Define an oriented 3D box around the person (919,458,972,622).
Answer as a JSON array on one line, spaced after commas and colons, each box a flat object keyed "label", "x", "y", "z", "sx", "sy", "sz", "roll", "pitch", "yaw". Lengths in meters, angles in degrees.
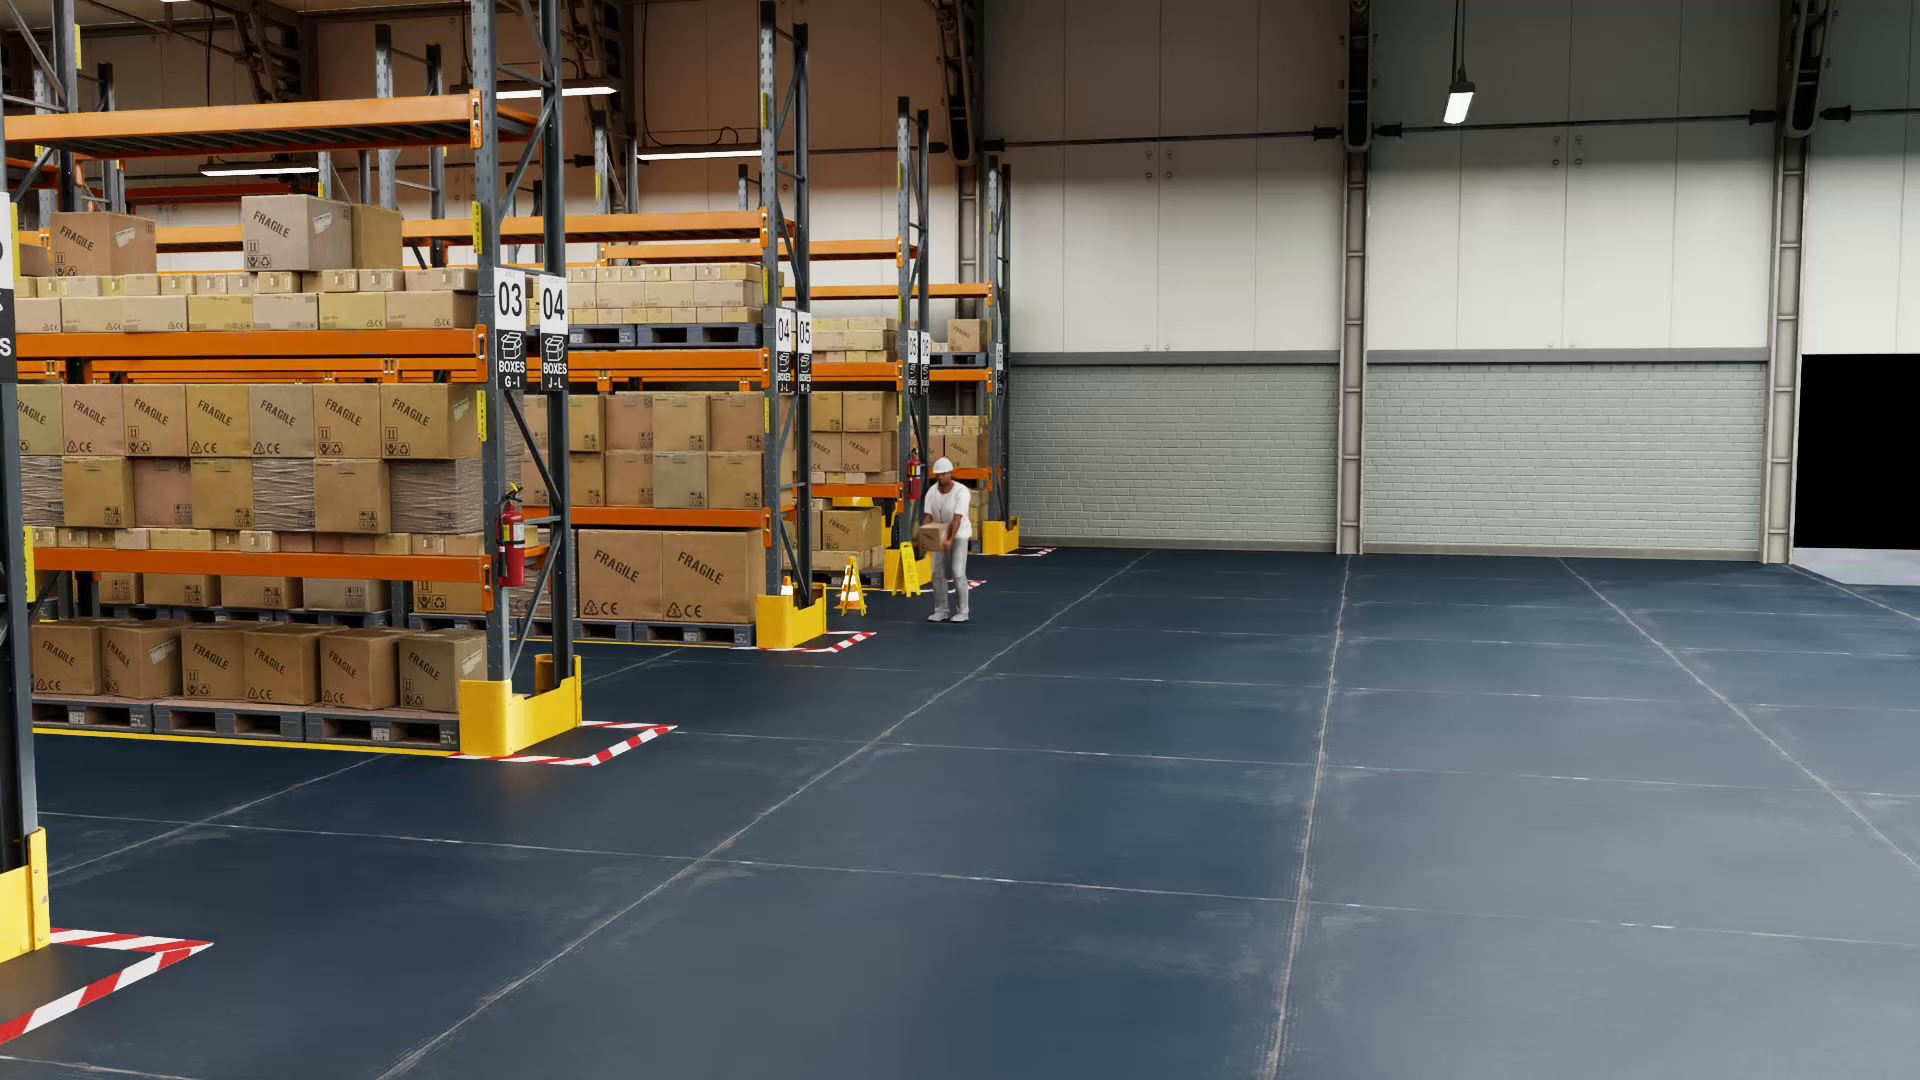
[{"label": "person", "x": -0.146, "y": 0.000, "z": 17.582, "sx": 0.501, "sy": 1.733, "sz": 0.609, "roll": 3, "pitch": 6, "yaw": 31}]
